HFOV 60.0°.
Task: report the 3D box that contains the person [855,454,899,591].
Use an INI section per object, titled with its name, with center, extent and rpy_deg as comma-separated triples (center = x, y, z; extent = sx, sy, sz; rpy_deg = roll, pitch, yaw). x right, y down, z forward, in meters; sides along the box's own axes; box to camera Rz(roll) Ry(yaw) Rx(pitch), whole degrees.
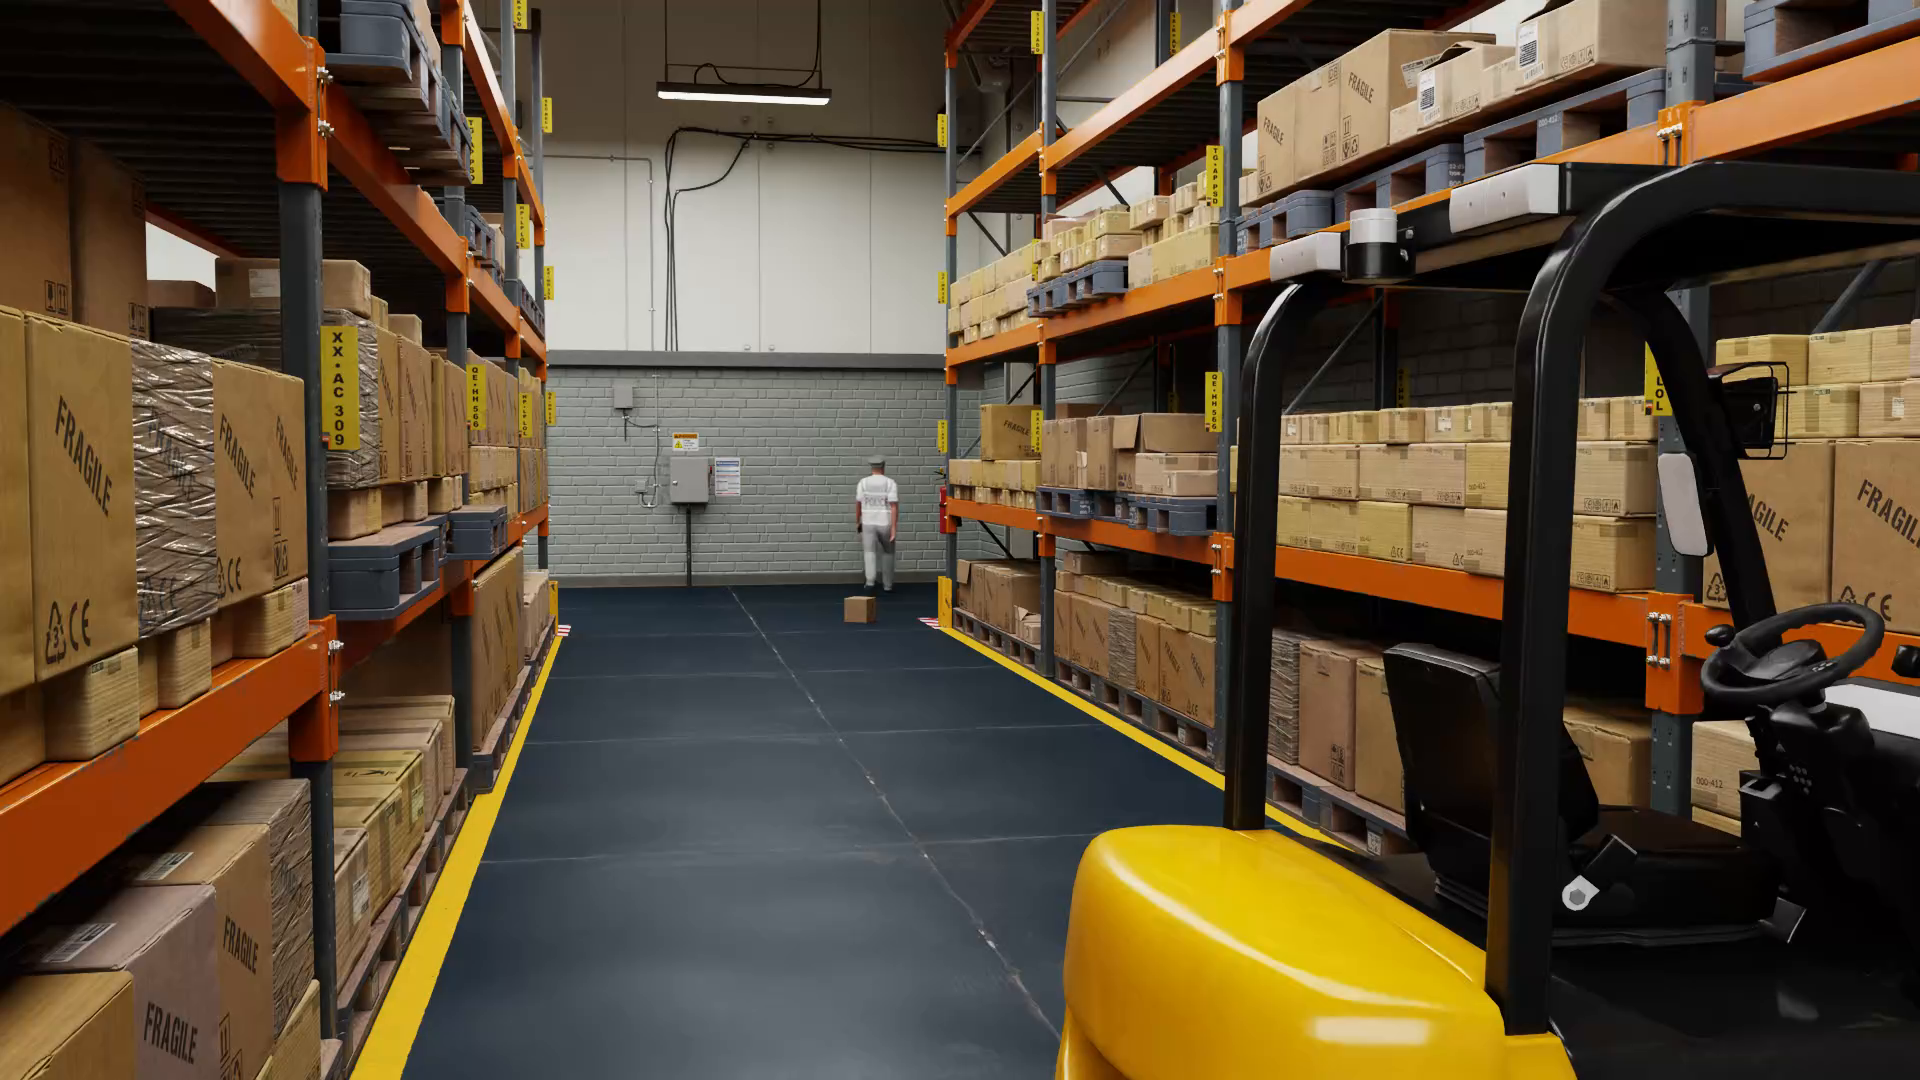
[person]
center = -1.038, -0.210, 20.833
extent = 0.542, 1.725, 0.988
rpy_deg = 0, 3, -2
